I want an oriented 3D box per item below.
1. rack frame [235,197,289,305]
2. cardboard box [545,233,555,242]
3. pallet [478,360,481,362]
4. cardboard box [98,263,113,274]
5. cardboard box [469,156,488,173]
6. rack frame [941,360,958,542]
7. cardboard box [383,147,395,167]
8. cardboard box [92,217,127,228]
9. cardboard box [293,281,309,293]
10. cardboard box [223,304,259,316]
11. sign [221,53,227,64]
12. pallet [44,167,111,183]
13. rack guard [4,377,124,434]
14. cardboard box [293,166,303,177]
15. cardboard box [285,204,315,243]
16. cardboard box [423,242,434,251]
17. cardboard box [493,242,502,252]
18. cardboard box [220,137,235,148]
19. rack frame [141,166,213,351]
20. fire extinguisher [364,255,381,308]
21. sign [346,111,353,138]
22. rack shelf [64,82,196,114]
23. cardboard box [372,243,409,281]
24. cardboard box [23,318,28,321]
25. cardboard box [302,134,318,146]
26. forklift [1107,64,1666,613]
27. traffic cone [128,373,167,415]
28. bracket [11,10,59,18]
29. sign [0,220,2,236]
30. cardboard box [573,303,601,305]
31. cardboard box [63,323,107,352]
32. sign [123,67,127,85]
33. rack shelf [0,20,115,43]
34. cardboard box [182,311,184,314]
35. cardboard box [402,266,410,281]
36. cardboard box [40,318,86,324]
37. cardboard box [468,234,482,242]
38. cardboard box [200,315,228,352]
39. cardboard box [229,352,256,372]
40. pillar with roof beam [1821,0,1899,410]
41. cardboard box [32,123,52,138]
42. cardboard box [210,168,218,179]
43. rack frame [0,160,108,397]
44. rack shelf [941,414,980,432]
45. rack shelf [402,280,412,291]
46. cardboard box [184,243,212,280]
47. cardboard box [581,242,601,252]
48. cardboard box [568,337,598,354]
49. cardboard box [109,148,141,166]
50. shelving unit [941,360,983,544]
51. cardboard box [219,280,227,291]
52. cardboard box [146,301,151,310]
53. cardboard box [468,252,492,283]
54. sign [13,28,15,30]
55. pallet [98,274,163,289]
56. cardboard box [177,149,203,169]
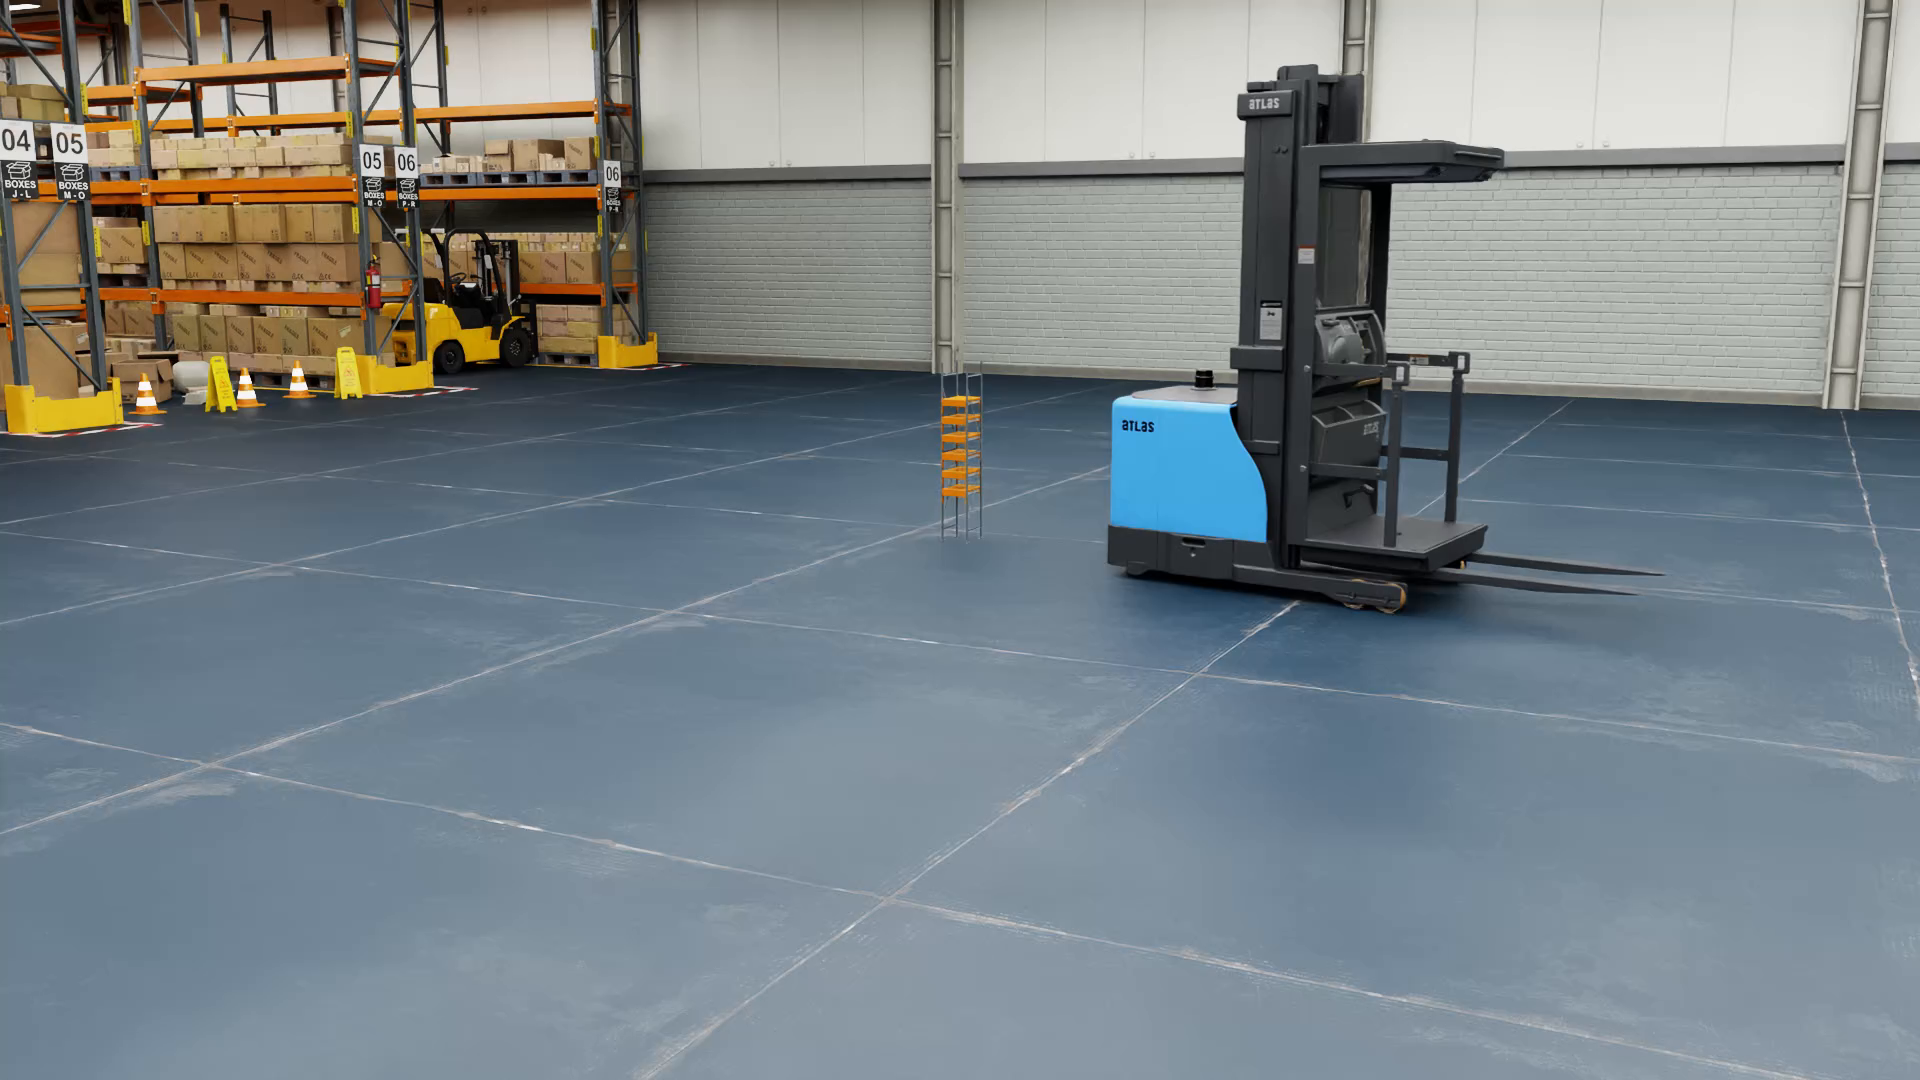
[{"bbox_3d":[-12.516,-4.909,29.933,0.127,3.000,1.000,5,11,26],"label":"rack frame"},{"bbox_3d":[-6.428,-4.850,26.670,0.250,0.149,0.380,5,11,26],"label":"cardboard box"},{"bbox_3d":[-8.234,-3.153,28.056,1.213,0.211,1.003,5,11,26],"label":"pallet"},{"bbox_3d":[-12.181,-3.919,23.986,0.250,0.149,0.380,5,11,25],"label":"cardboard box"},{"bbox_3d":[-7.732,-6.094,26.975,0.258,0.266,0.396,5,11,24],"label":"cardboard box"},{"bbox_3d":[-0.069,-0.596,11.157,0.006,1.200,0.240,5,11,26],"label":"rack frame"},{"bbox_3d":[-7.867,-5.117,22.241,0.500,0.250,0.500,5,11,25],"label":"cardboard box"},{"bbox_3d":[-12.259,-4.575,23.969,0.250,0.149,0.380,5,11,24],"label":"cardboard box"},{"bbox_3d":[-8.705,-3.399,22.292,0.250,0.149,0.380,5,12,27],"label":"cardboard box"},{"bbox_3d":[-9.922,-3.173,22.953,0.250,0.149,0.380,6,12,29],"label":"cardboard box"},{"bbox_3d":[-12.747,-8.272,28.825,0.005,0.325,0.100,5,11,26],"label":"sign"},{"bbox_3d":[-12.559,-5.331,24.370,1.003,0.211,1.213,5,11,26],"label":"pallet"},{"bbox_3d":[-9.612,-1.455,17.868,0.348,0.500,1.175,5,11,26],"label":"rack guard"},{"bbox_3d":[-8.637,-4.893,22.126,0.250,0.149,0.380,5,11,26],"label":"cardboard box"},{"bbox_3d":[-8.540,-4.220,22.200,0.500,0.500,0.700,5,11,26],"label":"cardboard box"},{"bbox_3d":[-8.759,-4.895,27.753,0.250,0.149,0.380,5,11,25],"label":"cardboard box"},{"bbox_3d":[-7.381,-4.770,27.063,0.250,0.149,0.380,5,11,25],"label":"cardboard box"},{"bbox_3d":[-9.791,-5.375,22.549,0.250,0.149,0.380,5,11,25],"label":"cardboard box"},{"bbox_3d":[-11.122,-3.801,23.809,0.127,3.000,1.000,5,11,26],"label":"rack frame"},{"bbox_3d":[-7.636,-3.365,21.618,0.183,0.674,0.296,5,11,26],"label":"fire extinguisher"},{"bbox_3d":[-7.798,-5.310,21.240,0.005,0.325,0.100,5,11,26],"label":"sign"},{"bbox_3d":[-12.915,-6.360,24.245,4.000,0.370,1.077,5,11,26],"label":"rack shelf"},{"bbox_3d":[-7.836,-3.763,22.483,0.500,0.500,0.500,5,11,25],"label":"cardboard box"},{"bbox_3d":[-15.291,-3.345,26.077,0.875,0.875,0.875,5,11,25],"label":"cardboard box"},{"bbox_3d":[-8.420,-5.254,21.880,0.250,0.149,0.380,5,11,25],"label":"cardboard box"},{"bbox_3d":[2.392,-1.151,9.361,3.031,2.935,1.130,7,12,34],"label":"forklift"},{"bbox_3d":[-9.482,-1.708,19.366,0.334,0.463,0.336,5,11,26],"label":"traffic cone"},{"bbox_3d":[-19.168,-10.326,32.907,4.783,0.066,0.076,5,11,26],"label":"bracket"},{"bbox_3d":[-9.887,-3.288,17.058,0.005,0.325,0.100,5,11,26],"label":"sign"},{"bbox_3d":[-6.138,-3.731,27.158,0.500,0.250,0.500,5,11,26],"label":"cardboard box"},{"bbox_3d":[-11.882,-2.657,22.380,0.500,0.500,0.500,5,11,26],"label":"cardboard box"},{"bbox_3d":[-15.862,-8.803,31.535,0.005,0.325,0.100,5,11,26],"label":"sign"},{"bbox_3d":[-17.896,-9.615,31.779,4.000,0.370,1.077,5,11,26],"label":"rack shelf"},{"bbox_3d":[-13.905,-3.967,30.565,0.500,0.500,0.500,6,12,28],"label":"cardboard box"},{"bbox_3d":[-9.496,-4.518,28.193,0.500,0.250,0.500,5,12,27],"label":"cardboard box"},{"bbox_3d":[-17.503,-4.298,32.392,0.500,0.500,0.700,5,11,24],"label":"cardboard box"},{"bbox_3d":[-7.837,-4.959,27.268,0.250,0.149,0.380,5,11,25],"label":"cardboard box"},{"bbox_3d":[-10.227,-2.894,23.232,0.500,0.500,0.500,6,12,28],"label":"cardboard box"},{"bbox_3d":[-9.751,-2.483,23.070,0.500,0.250,0.500,5,11,25],"label":"cardboard box"},{"bbox_3d":[8.670,-5.324,15.377,0.400,9.000,9.100,5,11,26],"label":"pillar with roof beam"},{"bbox_3d":[-9.800,-4.374,17.797,0.250,0.149,0.380,5,11,26],"label":"cardboard box"},{"bbox_3d":[-10.028,-5.009,22.768,0.250,0.149,0.380,5,11,24],"label":"cardboard box"},{"bbox_3d":[-9.634,-2.687,17.655,0.127,3.000,1.000,5,11,26],"label":"rack frame"},{"bbox_3d":[0.013,-0.782,11.082,0.180,0.103,0.258,5,11,26],"label":"rack shelf"},{"bbox_3d":[-10.722,-4.398,29.126,4.000,0.370,1.077,5,11,26],"label":"rack shelf"},{"bbox_3d":[-10.390,-3.881,23.138,0.500,0.500,0.500,5,11,26],"label":"cardboard box"},{"bbox_3d":[-5.776,-4.630,26.286,0.250,0.149,0.380,5,11,27],"label":"cardboard box"},{"bbox_3d":[-5.903,-3.119,26.583,0.500,0.250,0.500,5,11,26],"label":"cardboard box"},{"bbox_3d":[-11.709,-5.433,23.644,0.500,0.250,0.500,5,11,25],"label":"cardboard box"},{"bbox_3d":[0.013,-0.589,11.117,0.189,1.200,0.258,5,11,26],"label":"shelving unit"},{"bbox_3d":[-10.020,-3.533,23.031,0.250,0.149,0.380,5,11,26],"label":"cardboard box"},{"bbox_3d":[-14.922,-4.376,31.007,0.250,0.149,0.380,5,11,26],"label":"cardboard box"},{"bbox_3d":[-7.717,-4.488,27.327,0.500,0.500,0.500,5,11,25],"label":"cardboard box"},{"bbox_3d":[-14.477,-7.654,25.409,0.005,0.325,0.100,5,11,26],"label":"sign"},{"bbox_3d":[-11.743,-3.790,24.287,1.213,0.211,1.003,5,11,26],"label":"pallet"},{"bbox_3d":[-10.381,-5.232,22.879,0.500,0.250,0.500,5,11,25],"label":"cardboard box"}]
